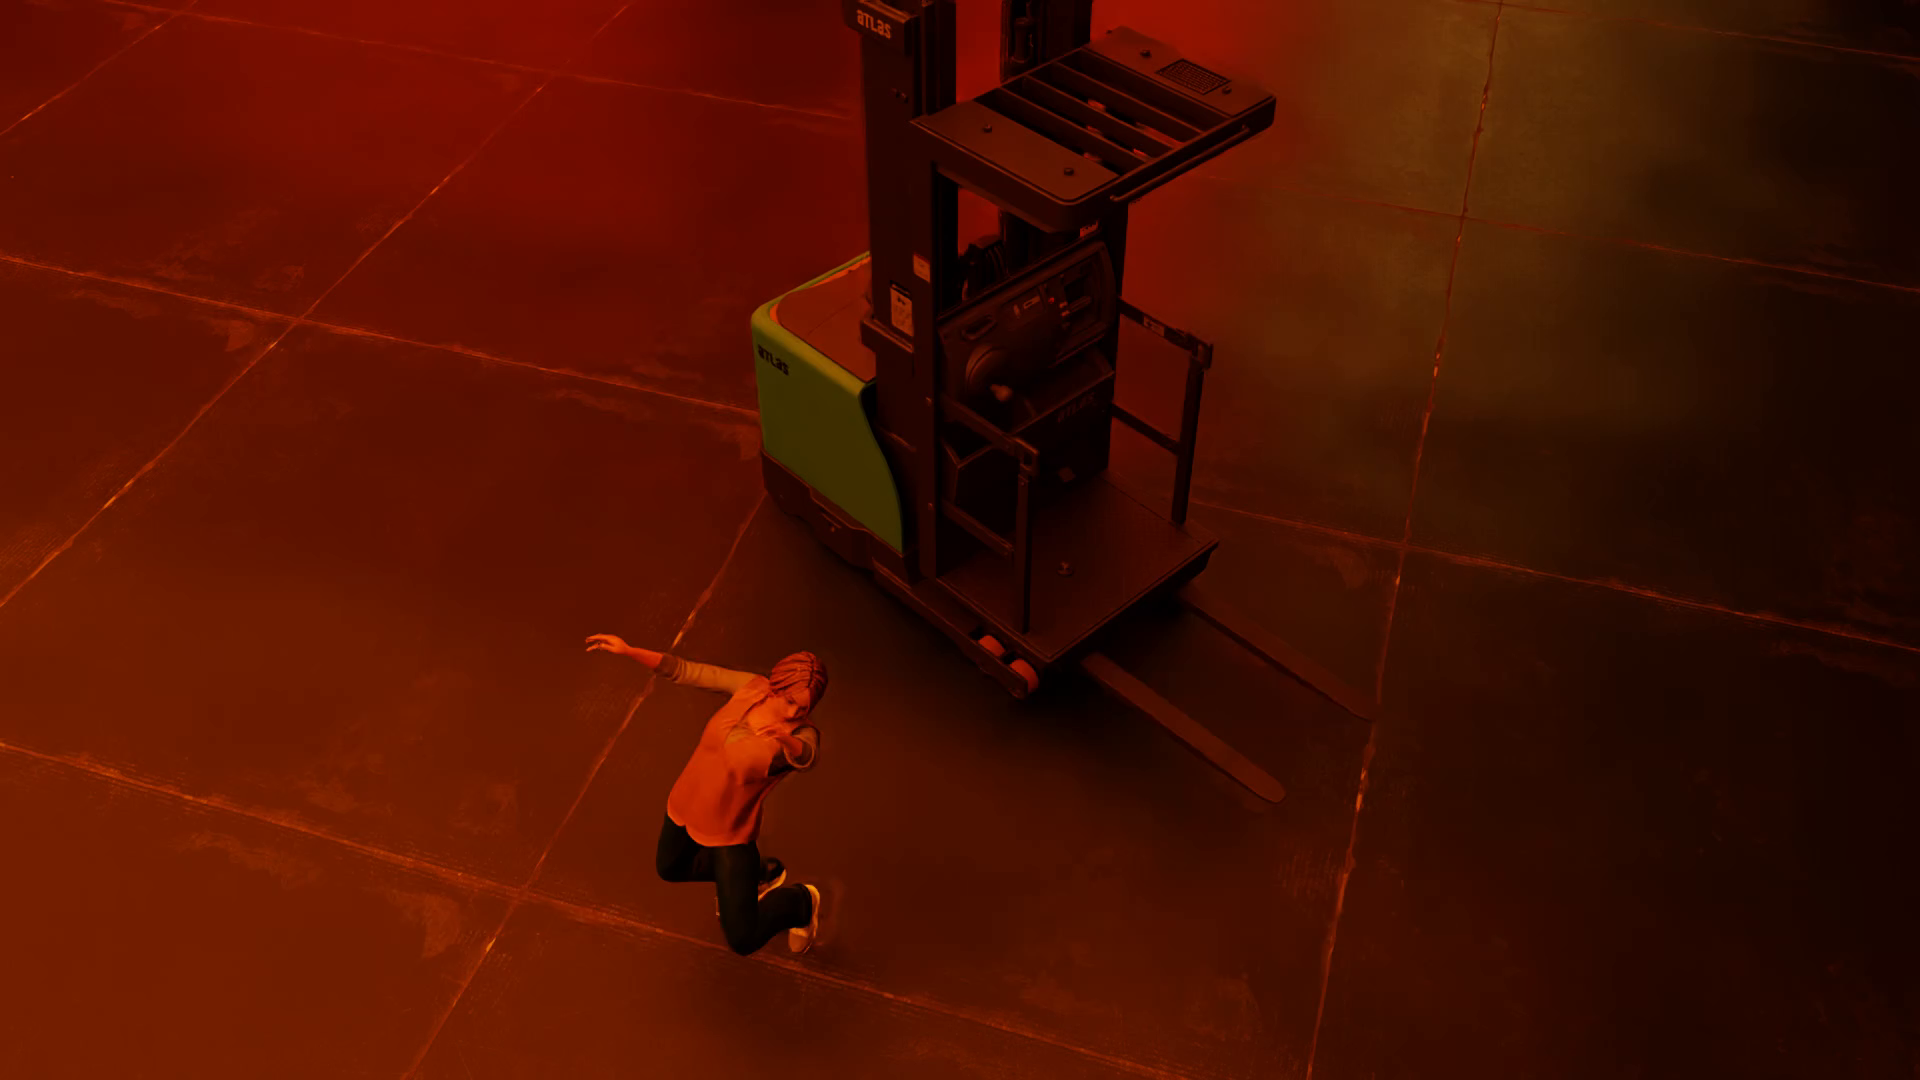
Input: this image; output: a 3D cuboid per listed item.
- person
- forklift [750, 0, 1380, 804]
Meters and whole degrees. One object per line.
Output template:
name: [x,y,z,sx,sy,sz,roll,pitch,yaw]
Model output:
person: [-0.740,0.640,5.605,0.813,0.923,0.582,34,53,31]
forklift: [0.429,-0.797,6.545,1.130,2.935,3.031,-33,52,-30]
